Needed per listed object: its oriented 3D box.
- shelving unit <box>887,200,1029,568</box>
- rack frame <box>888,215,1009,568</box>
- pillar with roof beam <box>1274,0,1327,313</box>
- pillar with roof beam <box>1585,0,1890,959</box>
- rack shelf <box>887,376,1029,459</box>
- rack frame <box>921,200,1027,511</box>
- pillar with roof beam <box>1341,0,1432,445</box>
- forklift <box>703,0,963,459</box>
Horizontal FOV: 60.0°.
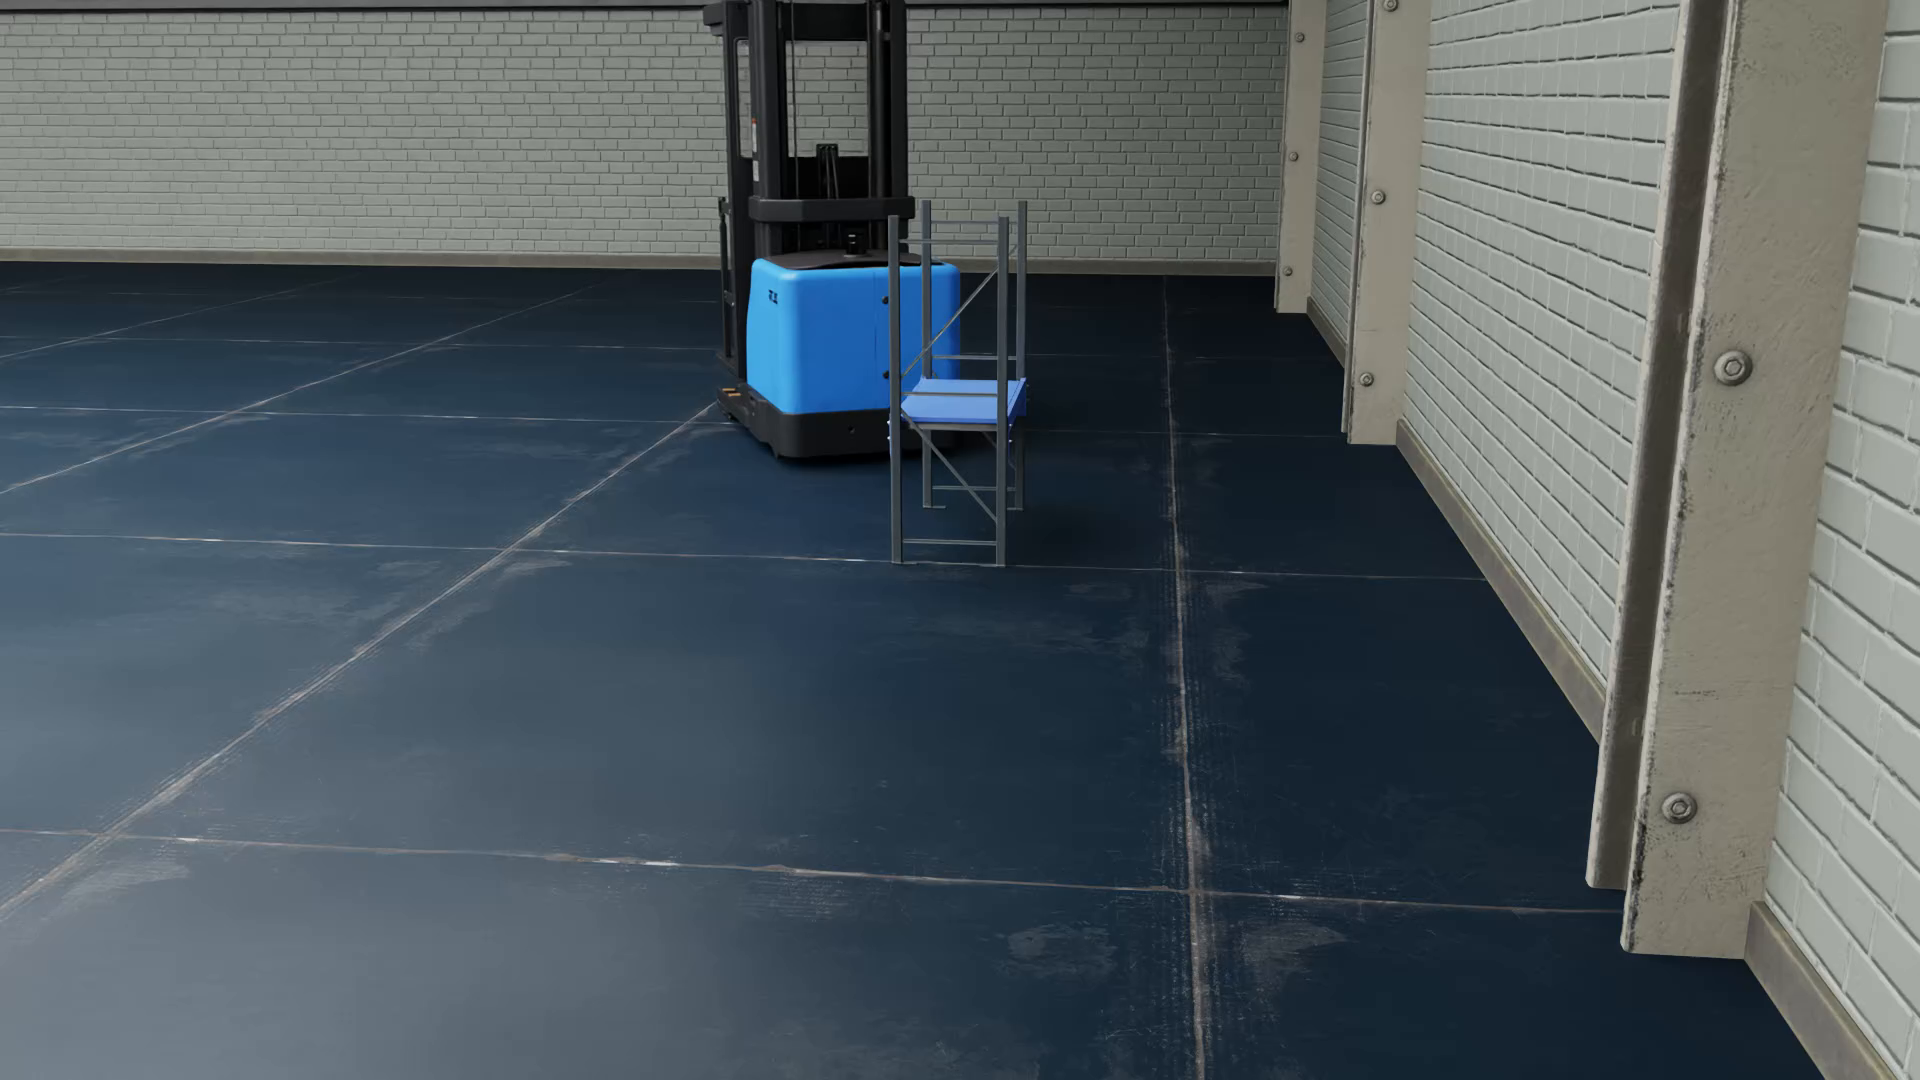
[{"bbox_3d":[0.010,-0.746,7.548,0.538,1.500,1.048,2,15,6],"label":"shelving unit"},{"bbox_3d":[-0.048,-0.614,7.061,0.500,1.500,0.032,2,15,6],"label":"rack frame"},{"bbox_3d":[-1.148,-6.639,14.974,9.100,9.000,0.400,2,15,6],"label":"pillar with roof beam"},{"bbox_3d":[-2.502,-3.526,3.464,9.100,9.000,0.400,2,15,6],"label":"pillar with roof beam"},{"bbox_3d":[0.010,-0.572,7.595,0.538,0.185,1.000,2,15,6],"label":"rack shelf"},{"bbox_3d":[0.067,-0.878,8.036,0.500,1.500,0.032,2,15,6],"label":"rack frame"},{"bbox_3d":[-1.825,-5.083,9.219,9.100,9.000,0.400,2,15,6],"label":"pillar with roof beam"},{"bbox_3d":[-0.924,-2.205,10.200,1.130,2.935,3.031,-5,16,-17],"label":"forklift"}]
